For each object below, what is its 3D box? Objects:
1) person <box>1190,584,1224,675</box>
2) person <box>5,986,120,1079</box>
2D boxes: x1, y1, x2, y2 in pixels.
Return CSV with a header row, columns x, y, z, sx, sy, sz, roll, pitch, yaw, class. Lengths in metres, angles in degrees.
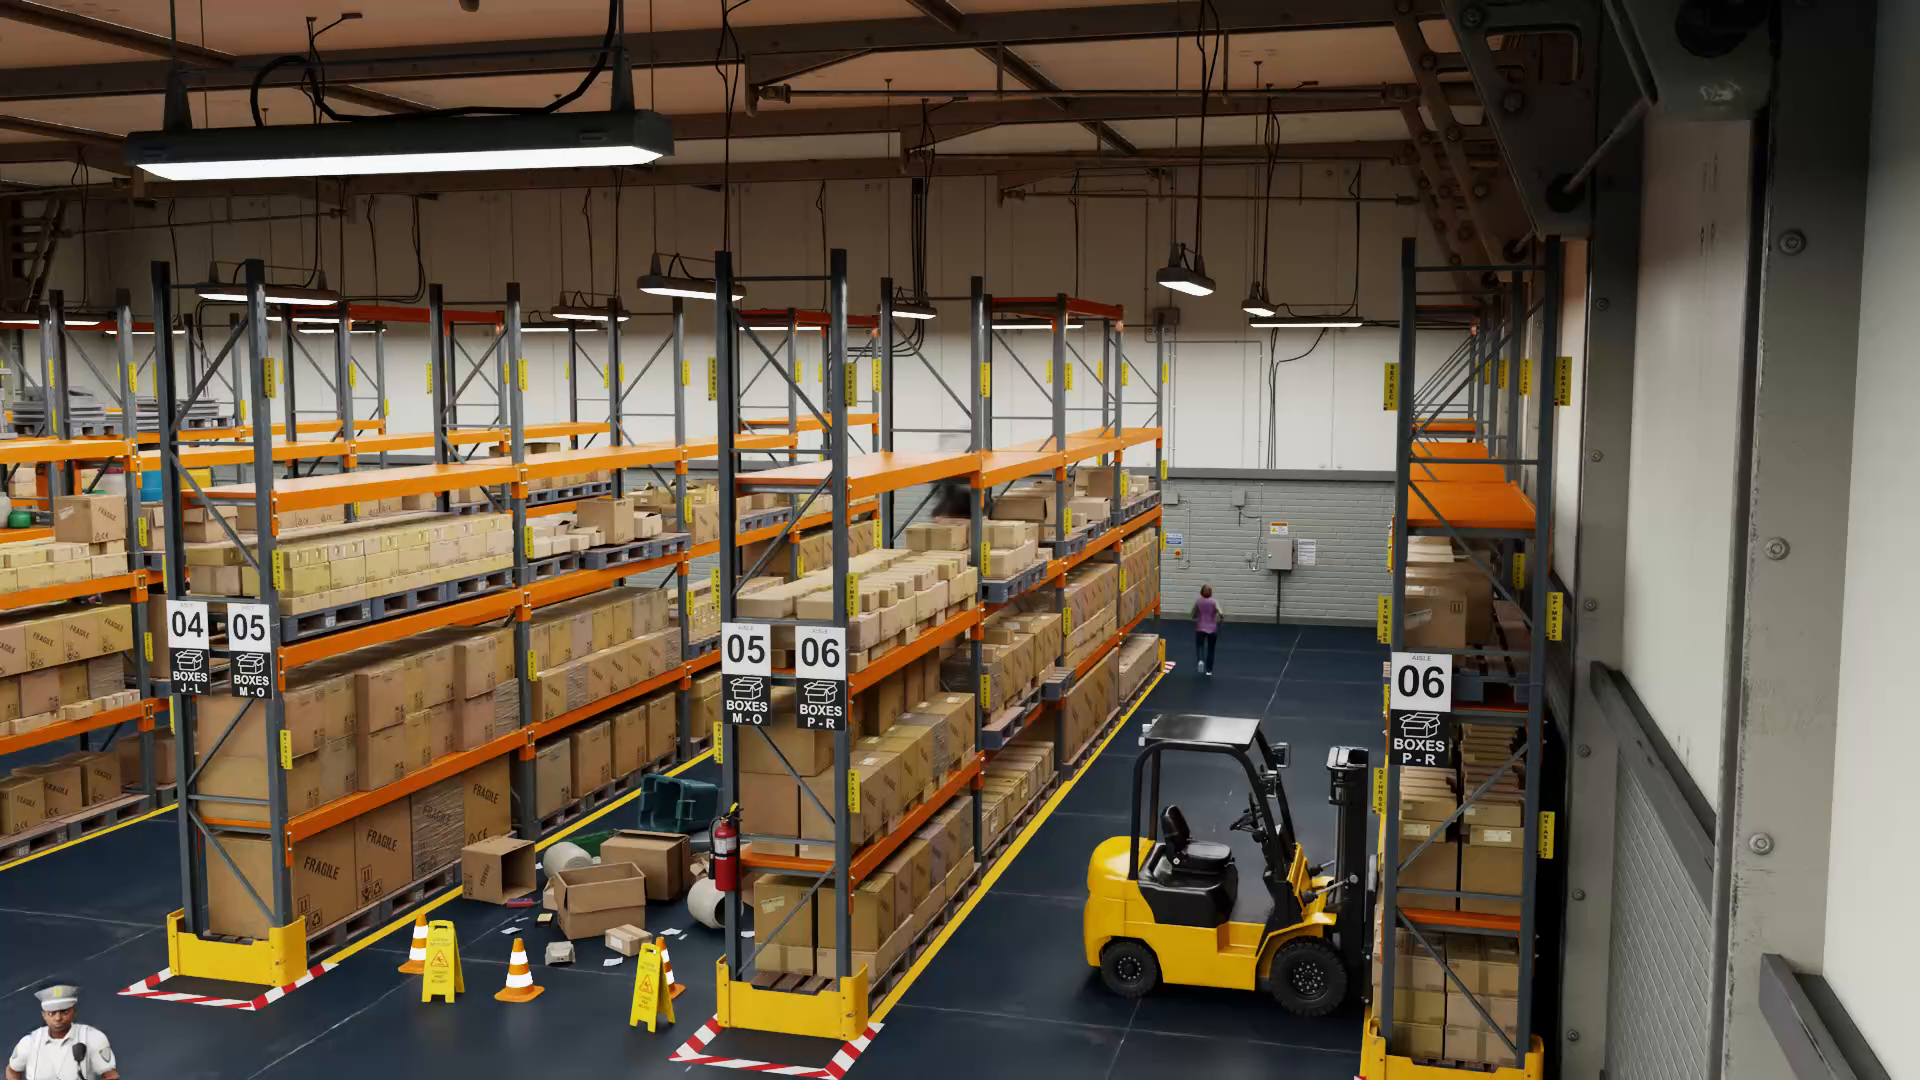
x,y,z,sx,sy,sz,roll,pitch,yaw,class
4.086,1.492,27.452,0.568,1.556,0.760,1,6,13,person
-5.073,3.272,9.426,0.576,1.610,0.794,-3,7,-27,person
